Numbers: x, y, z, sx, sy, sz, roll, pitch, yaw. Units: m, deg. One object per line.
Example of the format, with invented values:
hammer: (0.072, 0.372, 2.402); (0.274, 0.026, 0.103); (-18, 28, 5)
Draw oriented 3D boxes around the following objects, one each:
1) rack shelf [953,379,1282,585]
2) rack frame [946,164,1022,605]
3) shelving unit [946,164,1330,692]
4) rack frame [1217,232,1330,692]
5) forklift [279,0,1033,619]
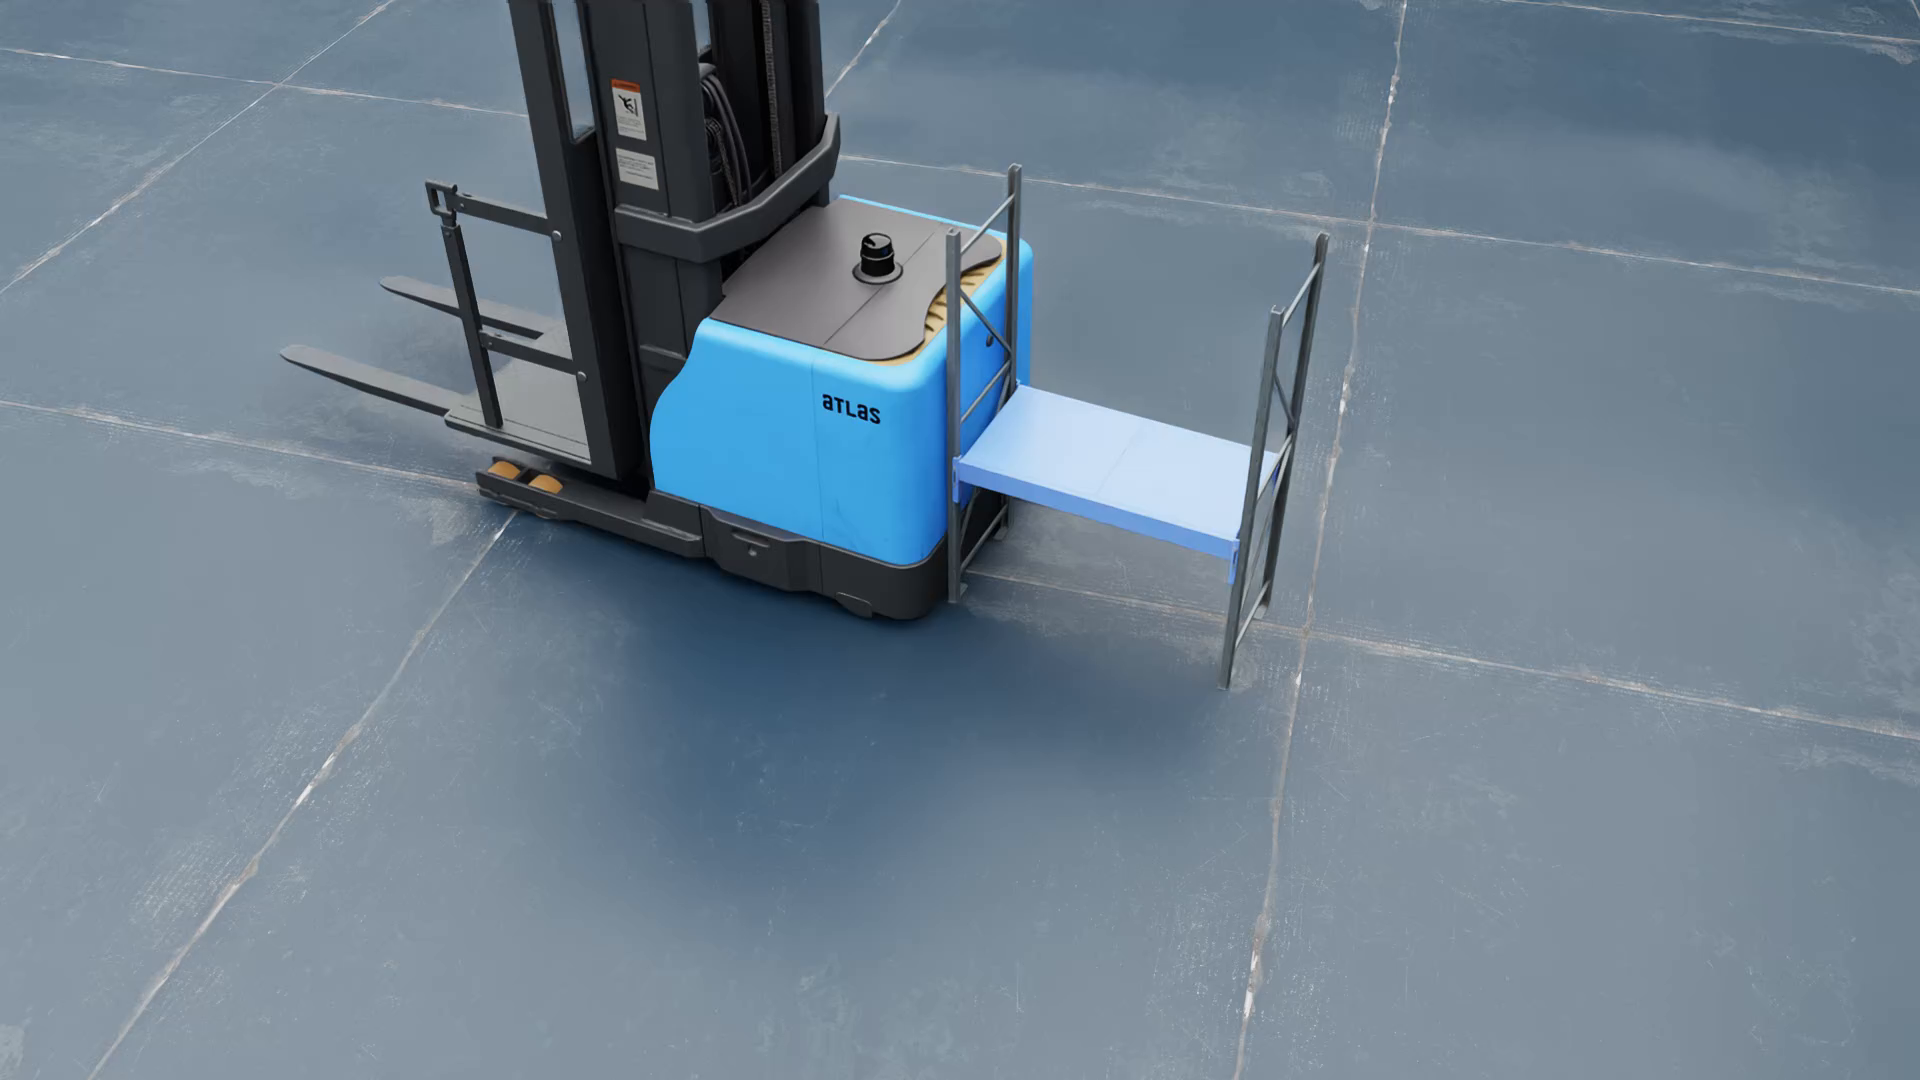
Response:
rack shelf: (0.537, -0.213, 5.617); (1.000, 0.185, 0.538); (17, 43, 19)
rack frame: (0.078, -0.491, 5.669); (0.032, 1.500, 0.500); (17, 43, 19)
shelving unit: (0.537, -0.350, 5.501); (1.048, 1.500, 0.538); (17, 43, 19)
rack frame: (0.996, -0.209, 5.333); (0.032, 1.500, 0.500); (17, 43, 19)
forklift: (-1.284, -1.491, 5.746); (3.031, 2.935, 1.130); (17, 43, 19)
